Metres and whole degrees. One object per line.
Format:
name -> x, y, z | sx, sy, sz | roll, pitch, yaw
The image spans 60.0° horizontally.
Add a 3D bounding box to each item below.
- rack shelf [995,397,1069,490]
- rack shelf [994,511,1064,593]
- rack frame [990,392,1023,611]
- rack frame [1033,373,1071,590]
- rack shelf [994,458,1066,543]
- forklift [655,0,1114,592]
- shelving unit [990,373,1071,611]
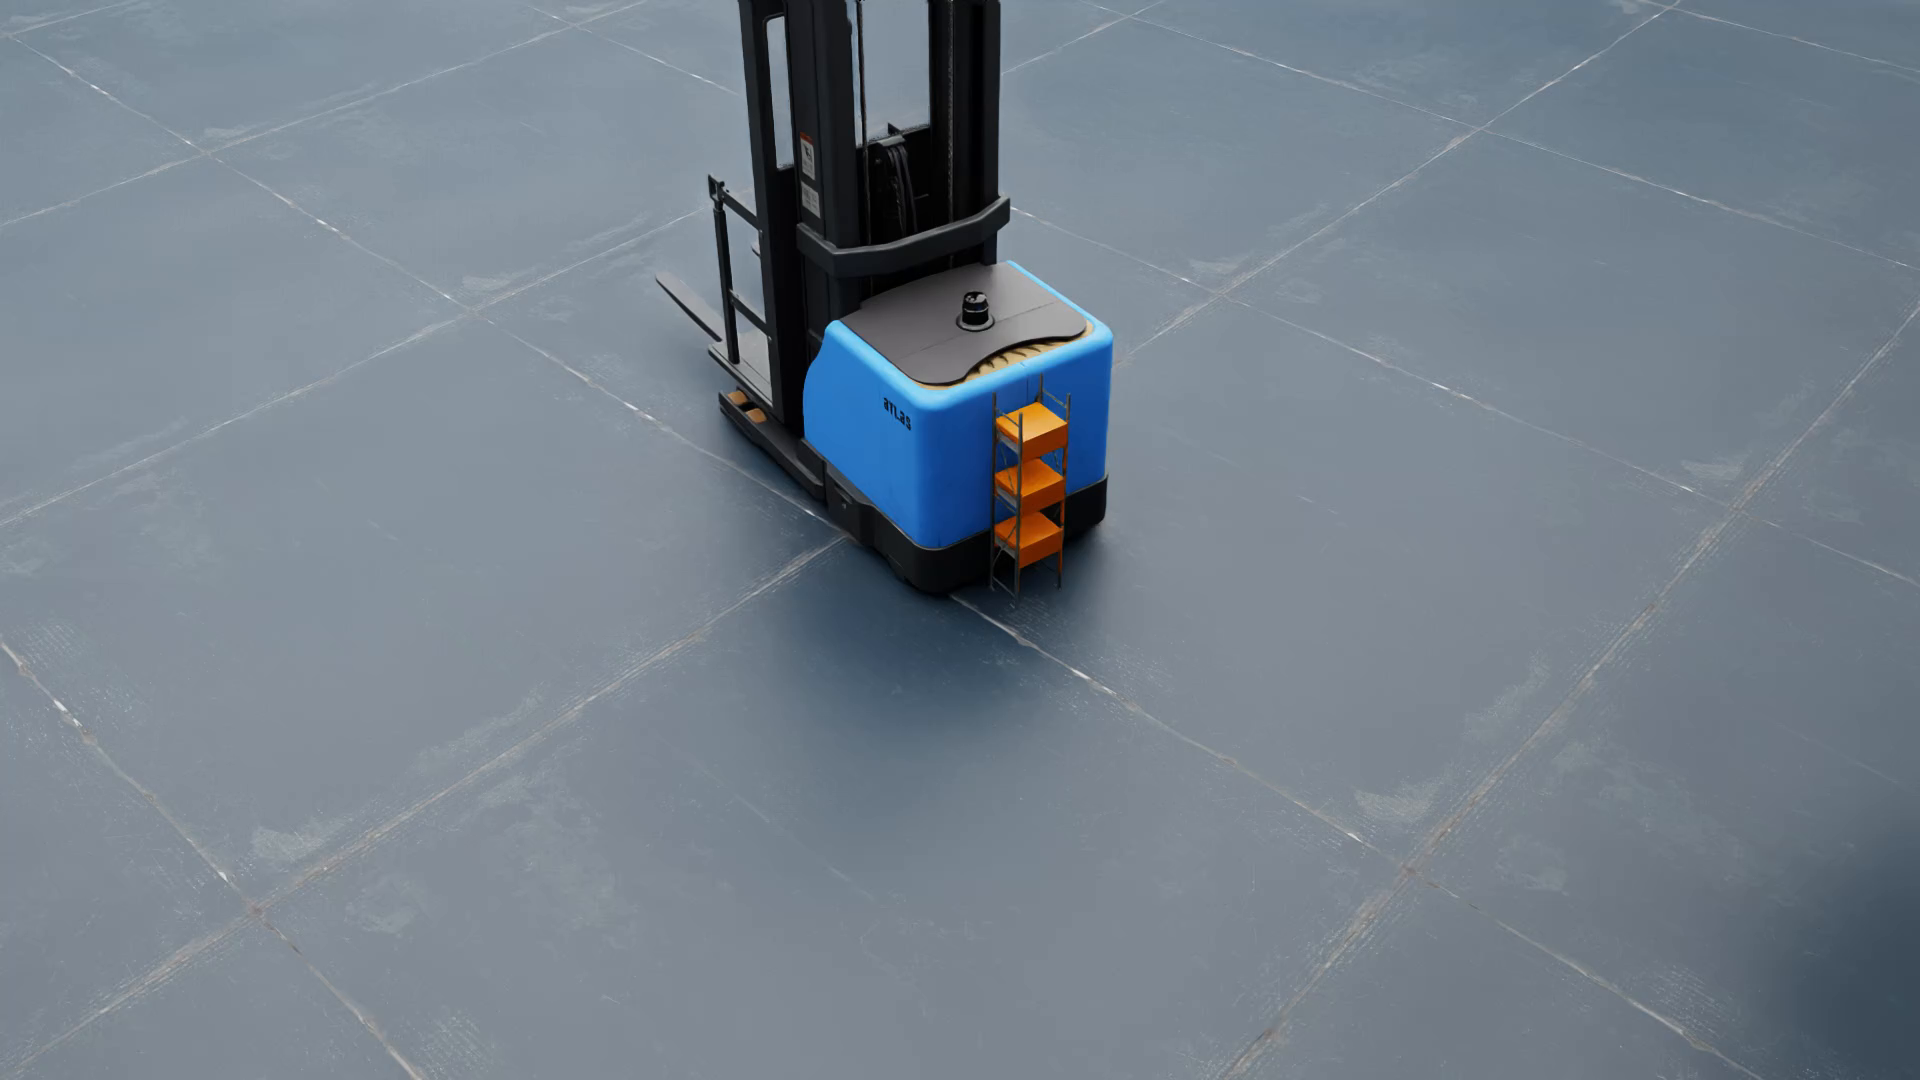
rack shelf -> 0.294, -0.405, 6.977 | 0.240, 0.259, 0.215 | -24, 44, -27
rack shelf -> 0.294, 0.034, 7.327 | 0.240, 0.259, 0.215 | -24, 44, -27
rack frame -> 0.194, -0.147, 7.092 | 0.008, 1.050, 0.200 | -24, 44, -27
rack frame -> 0.393, -0.235, 7.203 | 0.008, 1.050, 0.200 | -24, 44, -27
rack shelf -> 0.294, -0.183, 7.154 | 0.240, 0.259, 0.215 | -24, 44, -27
forklift -> -0.568, -1.794, 7.651 | 1.130, 2.935, 3.031 | -23, 44, -26
shelving unit -> 0.294, -0.191, 7.147 | 0.252, 1.050, 0.215 | -24, 44, -27
